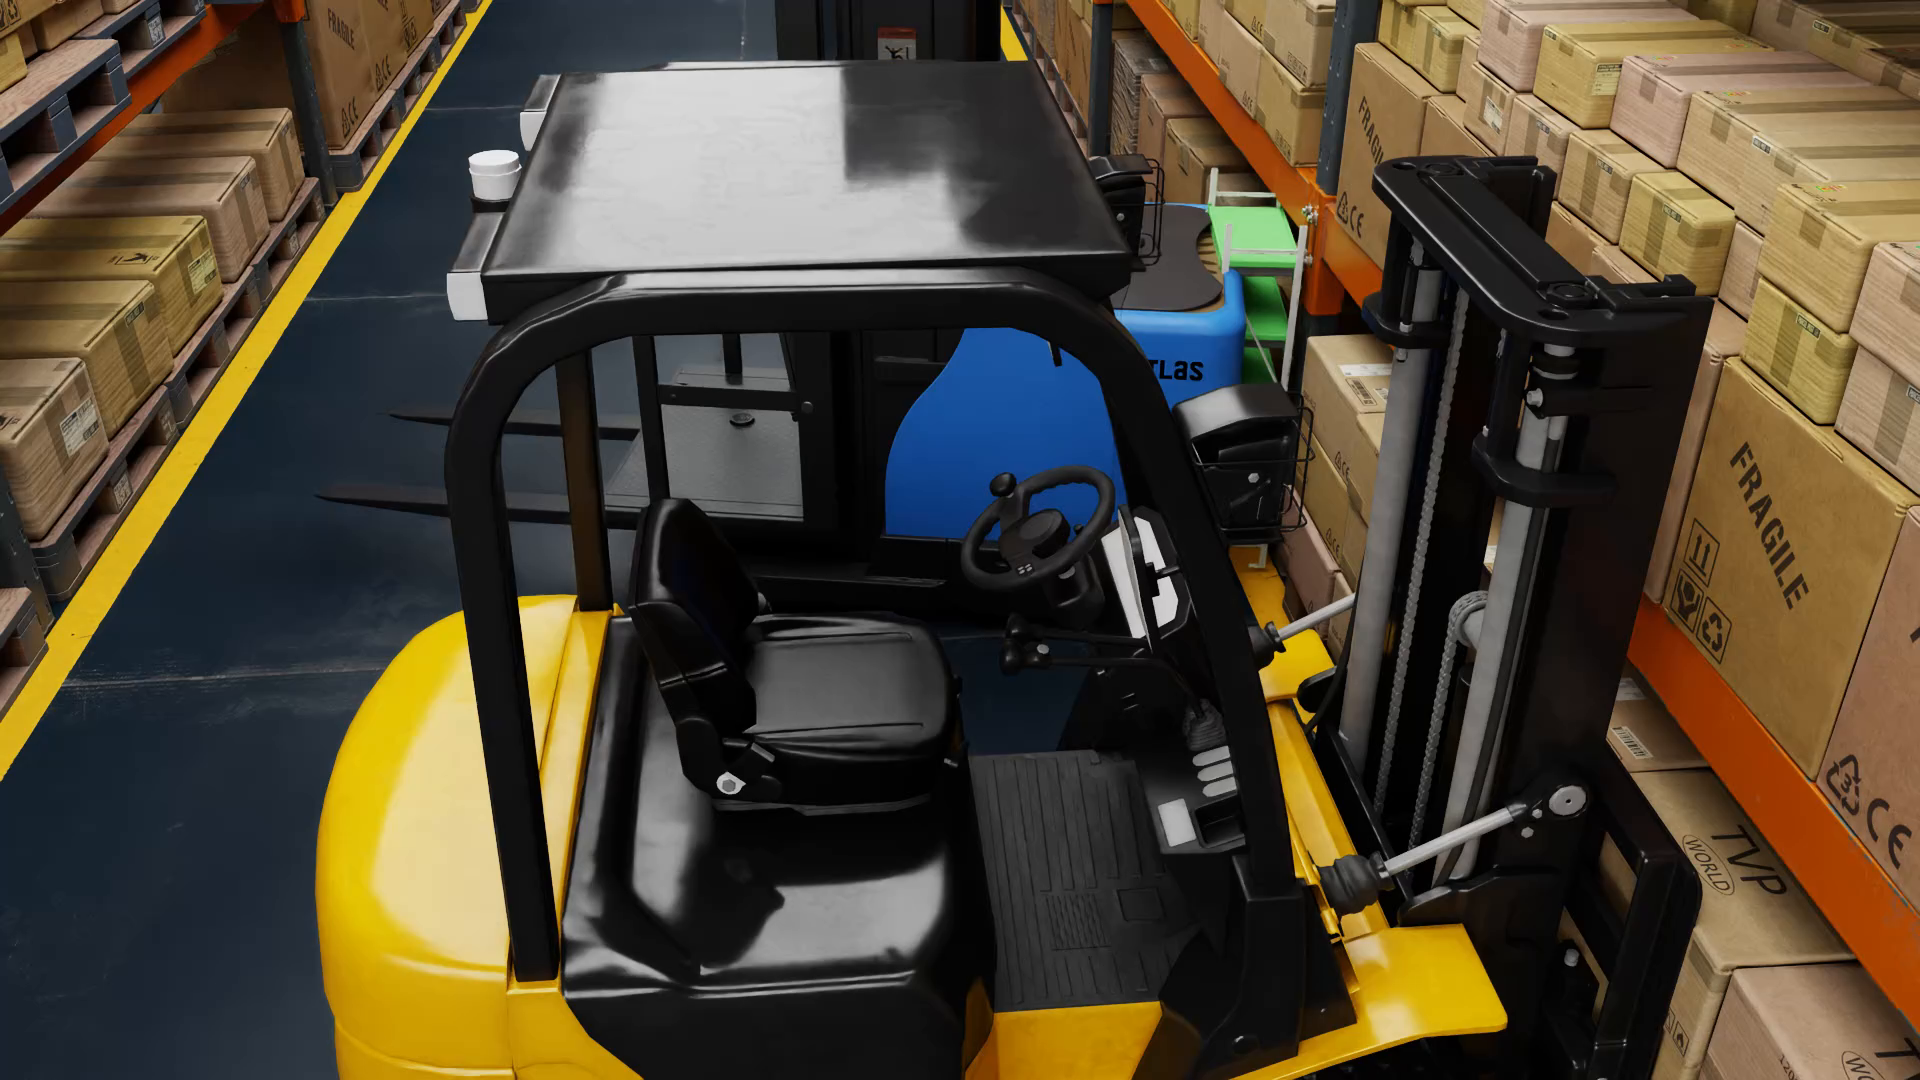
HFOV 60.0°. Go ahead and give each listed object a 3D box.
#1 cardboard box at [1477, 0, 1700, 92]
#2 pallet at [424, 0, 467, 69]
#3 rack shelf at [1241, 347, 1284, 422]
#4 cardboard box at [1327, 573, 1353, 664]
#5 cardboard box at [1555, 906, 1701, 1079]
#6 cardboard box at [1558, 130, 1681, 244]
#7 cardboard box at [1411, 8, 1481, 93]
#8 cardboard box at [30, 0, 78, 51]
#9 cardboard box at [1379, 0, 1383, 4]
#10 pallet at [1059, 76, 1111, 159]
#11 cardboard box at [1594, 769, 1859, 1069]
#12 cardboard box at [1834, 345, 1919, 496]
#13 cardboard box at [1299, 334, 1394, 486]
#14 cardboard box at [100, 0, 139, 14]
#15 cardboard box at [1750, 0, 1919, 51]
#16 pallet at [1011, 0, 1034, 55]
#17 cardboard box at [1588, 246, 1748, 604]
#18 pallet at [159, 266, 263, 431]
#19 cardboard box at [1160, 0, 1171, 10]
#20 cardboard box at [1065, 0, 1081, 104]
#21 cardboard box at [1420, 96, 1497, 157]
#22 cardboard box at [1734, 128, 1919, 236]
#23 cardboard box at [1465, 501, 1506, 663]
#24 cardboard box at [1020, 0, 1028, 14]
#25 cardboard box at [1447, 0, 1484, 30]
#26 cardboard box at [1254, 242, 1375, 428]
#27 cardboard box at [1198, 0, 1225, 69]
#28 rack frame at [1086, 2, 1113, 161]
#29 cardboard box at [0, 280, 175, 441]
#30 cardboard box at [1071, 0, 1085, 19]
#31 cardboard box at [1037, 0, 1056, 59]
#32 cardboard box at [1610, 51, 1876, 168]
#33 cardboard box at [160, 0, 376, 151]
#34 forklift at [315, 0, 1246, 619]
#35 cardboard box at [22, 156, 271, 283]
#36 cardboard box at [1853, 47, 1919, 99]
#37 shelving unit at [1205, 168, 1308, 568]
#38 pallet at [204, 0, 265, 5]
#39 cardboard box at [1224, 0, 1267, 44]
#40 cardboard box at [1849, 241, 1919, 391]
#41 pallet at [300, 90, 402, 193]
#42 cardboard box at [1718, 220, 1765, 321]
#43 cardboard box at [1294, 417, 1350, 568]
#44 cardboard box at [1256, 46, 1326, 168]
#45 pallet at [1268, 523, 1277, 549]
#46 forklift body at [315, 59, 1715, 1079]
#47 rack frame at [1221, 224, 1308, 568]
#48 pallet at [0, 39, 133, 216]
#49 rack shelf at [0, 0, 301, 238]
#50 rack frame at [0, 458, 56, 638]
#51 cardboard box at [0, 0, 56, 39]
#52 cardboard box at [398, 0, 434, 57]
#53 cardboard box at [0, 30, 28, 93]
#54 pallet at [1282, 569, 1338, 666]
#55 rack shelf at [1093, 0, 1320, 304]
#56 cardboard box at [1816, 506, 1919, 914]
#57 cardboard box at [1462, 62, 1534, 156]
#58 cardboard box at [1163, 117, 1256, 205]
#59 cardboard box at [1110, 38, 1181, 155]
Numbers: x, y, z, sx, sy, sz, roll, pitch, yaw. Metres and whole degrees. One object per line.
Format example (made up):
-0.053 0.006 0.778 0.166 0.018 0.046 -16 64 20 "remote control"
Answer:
1.364 -1.088 3.627 0.380 0.149 0.250 -2 31 -3 "cardboard box"
-3.981 -3.469 11.351 1.003 0.211 1.213 -3 31 -5 "pallet"
0.914 -0.498 5.488 0.258 0.148 0.480 2 32 2 "rack shelf"
1.340 0.310 4.578 0.500 0.250 0.500 -3 31 -6 "cardboard box"
1.473 0.864 3.163 0.500 0.250 0.500 -3 31 -6 "cardboard box"
1.420 -0.703 3.271 0.380 0.149 0.250 -4 31 -6 "cardboard box"
1.355 -1.225 4.146 0.380 0.149 0.250 -2 31 -3 "cardboard box"
-3.217 -1.744 5.580 0.380 0.149 0.250 -2 31 -4 "cardboard box"
1.308 -1.697 4.935 0.380 0.149 0.250 -2 31 -3 "cardboard box"
1.155 -2.440 9.628 1.003 0.211 1.213 -3 31 -5 "pallet"
1.471 0.664 3.010 0.500 0.250 0.500 -2 31 -4 "cardboard box"
1.523 -0.180 2.396 0.380 0.149 0.250 -4 31 -6 "cardboard box"
1.294 -0.379 4.755 0.500 0.250 0.500 -3 31 -5 "cardboard box"
-3.212 -2.008 6.023 0.380 0.149 0.250 -2 31 -3 "cardboard box"
1.998 -1.123 3.684 0.380 0.149 0.250 -3 31 -6 "cardboard box"
0.927 -3.685 11.714 1.003 0.211 1.213 -3 31 -5 "pallet"
1.482 -0.234 3.119 0.500 0.500 0.500 -3 31 -4 "cardboard box"
-3.572 -0.796 6.877 1.003 0.211 1.213 -3 31 -5 "pallet"
1.083 -2.431 7.042 0.500 0.250 0.500 -4 31 -6 "cardboard box"
0.898 -2.822 9.578 0.500 0.500 0.500 -3 31 -5 "cardboard box"
1.408 -0.750 3.983 0.500 0.500 0.500 -2 31 -4 "cardboard box"
1.542 -0.574 2.766 0.380 0.149 0.250 -2 31 -4 "cardboard box"
1.390 0.136 3.893 0.500 0.250 0.500 -2 31 -3 "cardboard box"
0.694 -3.874 11.339 0.500 0.500 0.500 -3 31 -5 "cardboard box"
1.428 -1.355 4.074 0.380 0.149 0.250 -2 31 -4 "cardboard box"
1.501 -0.638 5.799 0.875 0.625 0.625 -1 31 -2 "cardboard box"
1.185 -1.903 6.157 0.500 0.250 0.500 -3 31 -4 "cardboard box"
1.187 -3.254 8.272 1.000 3.000 0.127 -3 31 -5 "rack frame"
-3.502 -0.658 6.080 0.950 0.372 0.625 -1 31 -1 "cardboard box"
0.833 -3.017 9.272 0.380 0.149 0.250 -4 31 -7 "cardboard box"
0.779 -3.354 10.468 0.500 0.500 0.500 -4 31 -6 "cardboard box"
1.495 -0.830 3.194 0.380 0.149 0.250 -3 31 -5 "cardboard box"
-3.736 -2.639 8.905 0.875 0.875 0.875 -3 31 -5 "cardboard box"
-0.621 -1.296 5.061 3.031 2.935 1.130 3 31 6 "forklift"
-3.634 -1.401 7.323 0.950 0.372 0.625 -3 31 -6 "cardboard box"
1.979 -0.857 3.239 0.380 0.149 0.250 -3 31 -5 "cardboard box"
0.914 -0.552 5.454 0.258 1.200 0.503 2 32 2 "shelving unit"
-3.582 -2.573 7.319 1.213 0.211 1.003 -3 31 -5 "pallet"
1.206 -1.862 5.602 0.500 0.250 0.500 -4 31 -6 "cardboard box"
1.502 -0.306 2.317 0.380 0.149 0.250 -2 31 -3 "cardboard box"
-3.753 -2.223 9.266 1.003 0.211 1.213 -3 31 -5 "pallet"
1.546 -0.440 2.831 0.380 0.149 0.250 -3 31 -5 "cardboard box"
1.299 -0.164 4.884 0.500 0.250 0.500 -3 31 -5 "cardboard box"
1.254 -1.392 5.301 0.500 0.250 0.500 -2 31 -3 "cardboard box"
1.453 -0.389 6.195 1.003 0.211 1.213 -3 31 -5 "pallet"
-0.059 0.314 3.126 2.313 2.155 1.214 -3 31 -5 "forklift body"
0.904 -0.423 5.247 0.240 1.200 0.015 2 32 2 "rack frame"
-3.307 -1.287 5.166 1.003 0.211 1.213 -3 31 -5 "pallet"
-3.567 -1.684 6.346 1.077 0.370 4.000 -3 31 -5 "rack shelf"
-3.380 -0.972 4.452 1.000 3.000 0.127 -3 31 -5 "rack frame"
-3.186 -1.831 5.094 0.500 0.500 0.500 -3 31 -4 "cardboard box"
-3.898 -3.551 10.432 0.875 0.875 0.875 -2 31 -3 "cardboard box"
-3.132 -1.469 5.120 0.380 0.149 0.250 -2 31 -4 "cardboard box"
1.594 0.394 4.885 1.003 0.211 1.213 -3 31 -5 "pallet"
1.374 -1.924 6.747 1.077 0.370 4.000 -3 31 -5 "rack shelf"
1.588 0.284 2.252 0.500 0.500 0.500 -2 31 -3 "cardboard box"
1.356 -0.964 3.709 0.380 0.149 0.250 -2 31 -3 "cardboard box"
1.364 -1.418 7.106 0.875 0.625 0.625 -4 31 -7 "cardboard box"
1.232 -2.095 8.239 0.875 0.625 0.625 -2 31 -3 "cardboard box"
